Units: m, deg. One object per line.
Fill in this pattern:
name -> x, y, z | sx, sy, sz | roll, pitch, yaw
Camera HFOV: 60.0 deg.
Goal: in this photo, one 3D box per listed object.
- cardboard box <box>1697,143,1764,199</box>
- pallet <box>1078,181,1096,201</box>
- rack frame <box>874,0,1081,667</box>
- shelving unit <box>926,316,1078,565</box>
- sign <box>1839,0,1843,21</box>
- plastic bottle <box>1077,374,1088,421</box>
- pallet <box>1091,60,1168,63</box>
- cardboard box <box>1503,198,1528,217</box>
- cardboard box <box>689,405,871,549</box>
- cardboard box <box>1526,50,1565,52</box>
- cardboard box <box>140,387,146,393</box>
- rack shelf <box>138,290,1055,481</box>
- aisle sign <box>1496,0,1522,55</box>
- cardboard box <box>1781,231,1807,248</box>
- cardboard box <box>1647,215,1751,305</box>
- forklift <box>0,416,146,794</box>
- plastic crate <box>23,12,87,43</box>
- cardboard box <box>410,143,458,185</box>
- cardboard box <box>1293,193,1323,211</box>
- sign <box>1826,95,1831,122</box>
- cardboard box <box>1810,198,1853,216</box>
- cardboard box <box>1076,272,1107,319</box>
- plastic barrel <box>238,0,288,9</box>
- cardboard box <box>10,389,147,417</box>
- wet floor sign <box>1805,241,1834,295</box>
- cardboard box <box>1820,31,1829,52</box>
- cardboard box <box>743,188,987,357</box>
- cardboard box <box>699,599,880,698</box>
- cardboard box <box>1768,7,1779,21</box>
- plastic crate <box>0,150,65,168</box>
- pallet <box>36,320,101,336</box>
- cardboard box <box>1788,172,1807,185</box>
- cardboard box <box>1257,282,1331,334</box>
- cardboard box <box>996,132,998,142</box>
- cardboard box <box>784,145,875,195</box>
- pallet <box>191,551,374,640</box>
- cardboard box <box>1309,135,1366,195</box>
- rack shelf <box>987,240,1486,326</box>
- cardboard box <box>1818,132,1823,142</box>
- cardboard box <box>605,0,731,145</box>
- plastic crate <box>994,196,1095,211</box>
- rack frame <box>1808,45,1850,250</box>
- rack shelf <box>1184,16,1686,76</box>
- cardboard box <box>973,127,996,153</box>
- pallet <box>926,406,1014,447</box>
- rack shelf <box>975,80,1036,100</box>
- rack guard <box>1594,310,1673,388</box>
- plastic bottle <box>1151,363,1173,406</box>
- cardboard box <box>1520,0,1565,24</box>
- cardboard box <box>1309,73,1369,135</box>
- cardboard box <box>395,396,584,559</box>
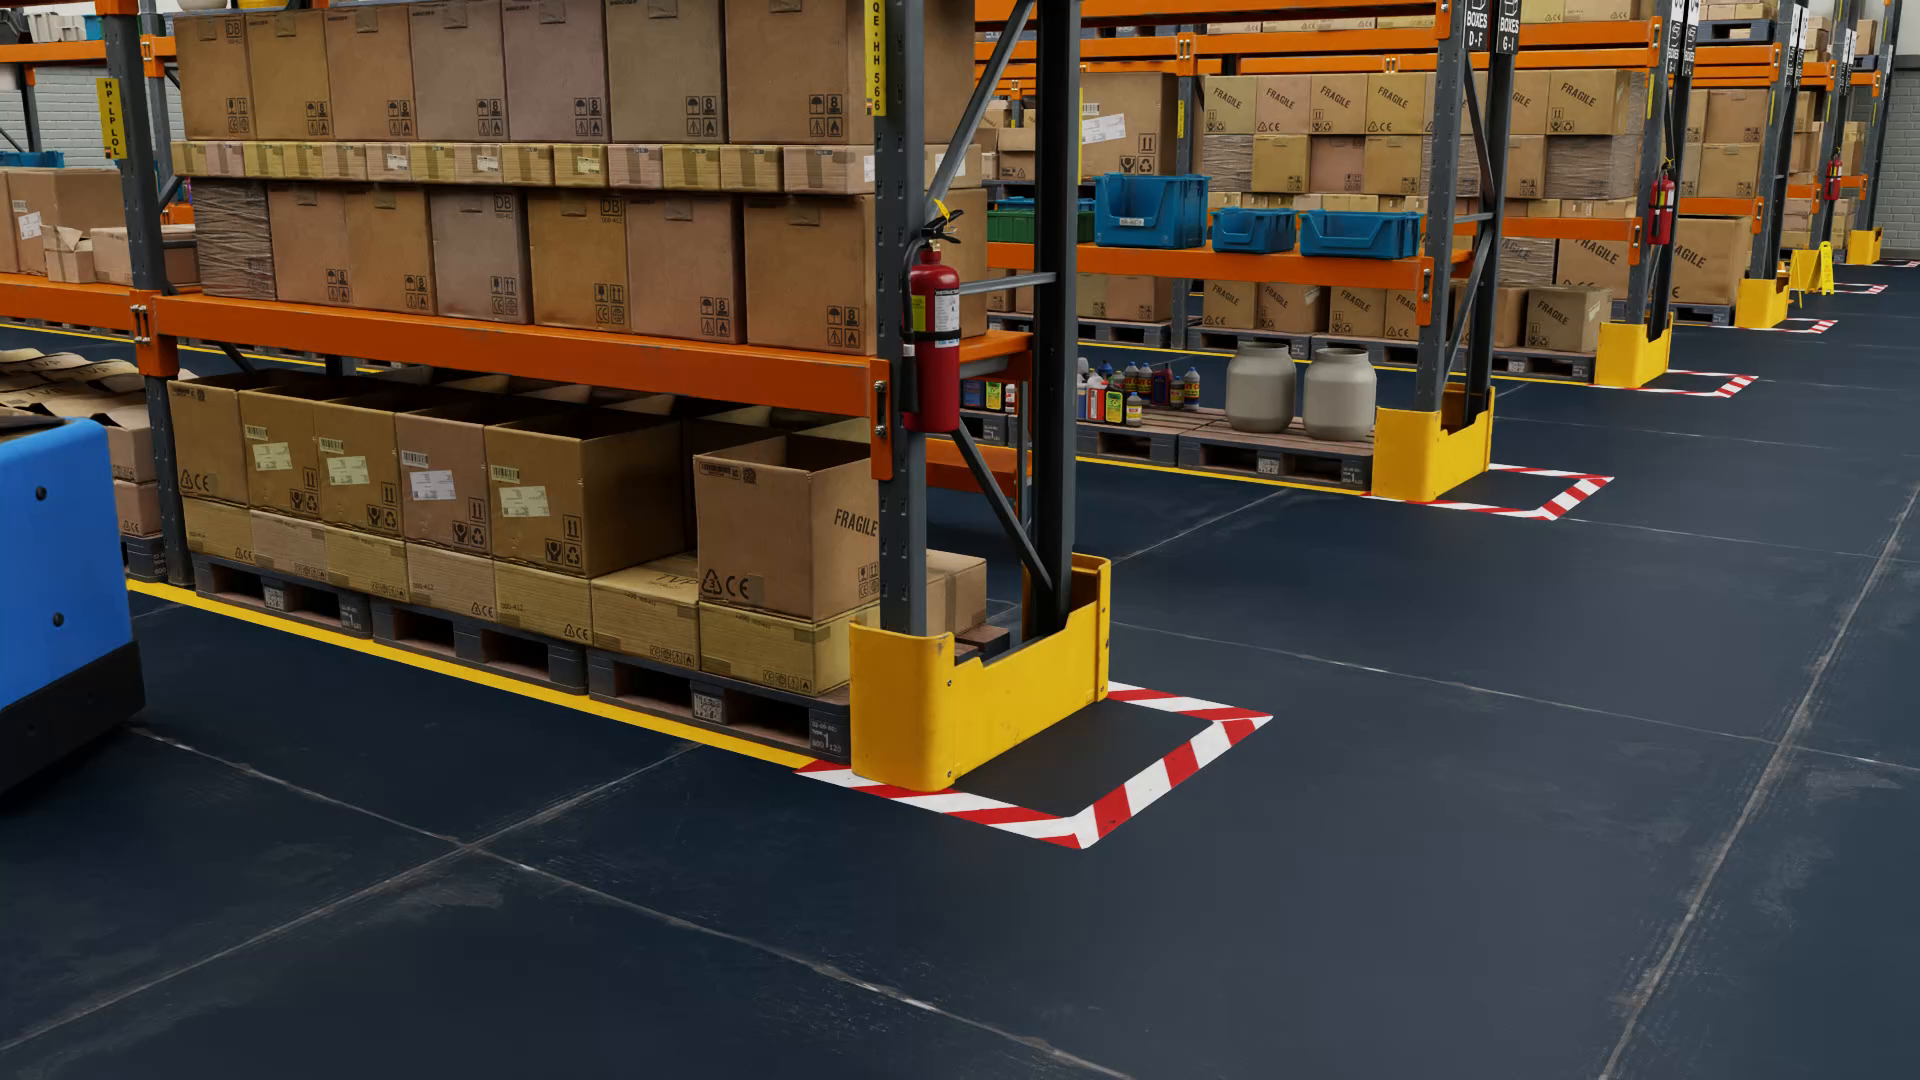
cardboard box -> 8.125, -3.873, 17.413 | 0.550, 0.550, 0.875 | 9, 17, 33
pallet -> 1.734, -3.358, 16.047 | 1.213, 0.211, 1.003 | 9, 17, 33
rack frame -> 0.075, -0.809, 5.349 | 0.127, 3.000, 1.000 | 9, 17, 33
shelving unit -> -0.006, -0.547, 8.192 | 1.048, 1.125, 0.538 | 9, 17, 33
sign -> 10.811, -6.537, 20.405 | 0.005, 0.325, 0.100 | 9, 17, 33
plastic bottle -> 0.765, -0.904, 10.486 | 0.135, 0.276, 0.152 | 9, 16, 31
pallet -> 2.384, -6.121, 20.956 | 1.003, 0.211, 1.213 | 10, 17, 35
cardboard box -> 4.613, -2.752, 13.722 | 0.250, 0.149, 0.380 | 9, 17, 33
cardboard box -> -0.662, -0.225, 6.278 | 0.500, 0.500, 0.500 | 9, 17, 33
cardboard box -> 8.031, -6.710, 22.638 | 0.500, 0.250, 0.500 | 9, 16, 32
cardboard box -> -3.861, -0.660, 8.428 | 0.500, 0.311, 0.500 | 9, 16, 32
rack shelf -> -1.585, -0.728, 6.519 | 4.000, 0.370, 1.077 | 9, 17, 33
aisle sign -> 3.066, -3.107, 9.221 | 0.004, 0.787, 0.394 | 9, 17, 33
cardboard box -> 12.931, -4.688, 25.865 | 0.500, 0.250, 0.500 | 9, 17, 33
cardboard box -> 7.859, -3.009, 17.785 | 0.875, 0.875, 0.875 | 9, 17, 33
forklift -> -4.342, -0.706, 5.076 | 3.031, 2.935, 1.130 | 1, 14, 5
plastic crate -> -8.767, -4.982, 16.209 | 0.530, 0.282, 0.437 | 9, 17, 33
cardboard box -> -1.842, -1.427, 6.288 | 0.250, 0.149, 0.380 | 9, 17, 32
cardboard box -> 3.118, -2.972, 14.609 | 0.250, 0.149, 0.380 | 9, 17, 33
sign -> 10.811, -5.367, 20.695 | 0.005, 0.325, 0.100 | 9, 17, 33
cardboard box -> 13.348, -5.104, 25.466 | 0.500, 0.250, 0.500 | 10, 17, 35
cardboard box -> 1.405, -2.475, 16.364 | 0.500, 0.500, 0.700 | 9, 17, 32
plastic barrel -> -6.244, -5.075, 15.073 | 0.600, 0.588, 0.600 | 0, 14, 0
cardboard box -> -4.176, -0.552, 7.994 | 0.500, 0.311, 0.500 | 10, 17, 34
wet floor sign -> 10.698, -3.378, 20.626 | 0.267, 0.644, 0.232 | -10, 17, -35
cardboard box -> 10.869, -6.408, 21.417 | 0.500, 0.250, 0.500 | 9, 16, 32
cardboard box -> -0.305, -0.923, 5.600 | 0.500, 0.500, 0.700 | 9, 17, 33
cardboard box -> -0.535, 0.309, 5.681 | 0.500, 0.250, 0.500 | 9, 17, 33
cardboard box -> 8.353, -5.455, 17.317 | 0.250, 0.149, 0.380 | 9, 17, 33
plastic crate -> -10.052, -3.980, 17.962 | 0.499, 0.435, 0.616 | 9, 17, 33
pallet -> -8.763, -2.306, 17.200 | 1.213, 0.211, 1.003 | 9, 17, 33
cardboard box -> 10.708, -4.645, 21.368 | 0.250, 0.149, 0.380 | 10, 17, 35
cardboard box -> 3.077, -2.174, 15.190 | 0.500, 0.500, 0.500 | -11, 17, -36
cardboard box -> 0.510, -5.281, 21.826 | 0.250, 0.149, 0.380 | 10, 17, 34
cardboard box -> -0.349, -1.186, 5.312 | 0.250, 0.149, 0.380 | 9, 16, 32
pallet -> -2.608, 0.123, 7.386 | 1.213, 0.211, 1.003 | 9, 17, 33
cardboard box -> 3.493, -3.319, 14.662 | 0.500, 0.500, 0.875 | 9, 17, 33
rack shelf -> 1.183, -1.715, 10.506 | 4.000, 0.370, 1.077 | 9, 17, 33
cardboard box -> 13.232, -6.132, 25.295 | 0.250, 0.149, 0.380 | 9, 17, 34
cardboard box -> -0.789, -1.629, 5.753 | 0.500, 0.500, 0.700 | 9, 16, 31
plastic crate -> 0.593, -2.166, 11.140 | 0.616, 0.251, 0.499 | 9, 17, 33
rack frame -> 11.137, -4.760, 21.308 | 0.127, 3.000, 1.000 | 9, 17, 33
rack shelf -> 3.947, -4.159, 14.135 | 4.000, 0.370, 1.077 | 9, 17, 33
cardboard box -> -0.042, -3.990, 17.115 | 0.500, 0.500, 0.700 | 12, 19, 41
pallet -> 0.057, -0.881, 11.441 | 1.213, 0.211, 1.003 | 9, 17, 33
rack shelf -> -0.479, -7.744, 28.618 | 4.000, 0.370, 1.077 | 9, 17, 33
rack guard -> 5.544, -1.580, 13.667 | 0.348, 0.500, 1.175 | 9, 17, 33
plastic bottle -> 1.334, -1.030, 10.980 | 0.133, 0.283, 0.061 | 10, 17, 34
cardboard box -> 4.649, -4.247, 13.308 | 0.500, 0.250, 0.500 | 9, 17, 33
cardboard box -> 3.349, -3.753, 14.335 | 0.500, 0.500, 0.500 | 9, 17, 33
cardboard box -> -1.788, -0.253, 6.391 | 0.500, 0.500, 0.500 | 9, 17, 33
